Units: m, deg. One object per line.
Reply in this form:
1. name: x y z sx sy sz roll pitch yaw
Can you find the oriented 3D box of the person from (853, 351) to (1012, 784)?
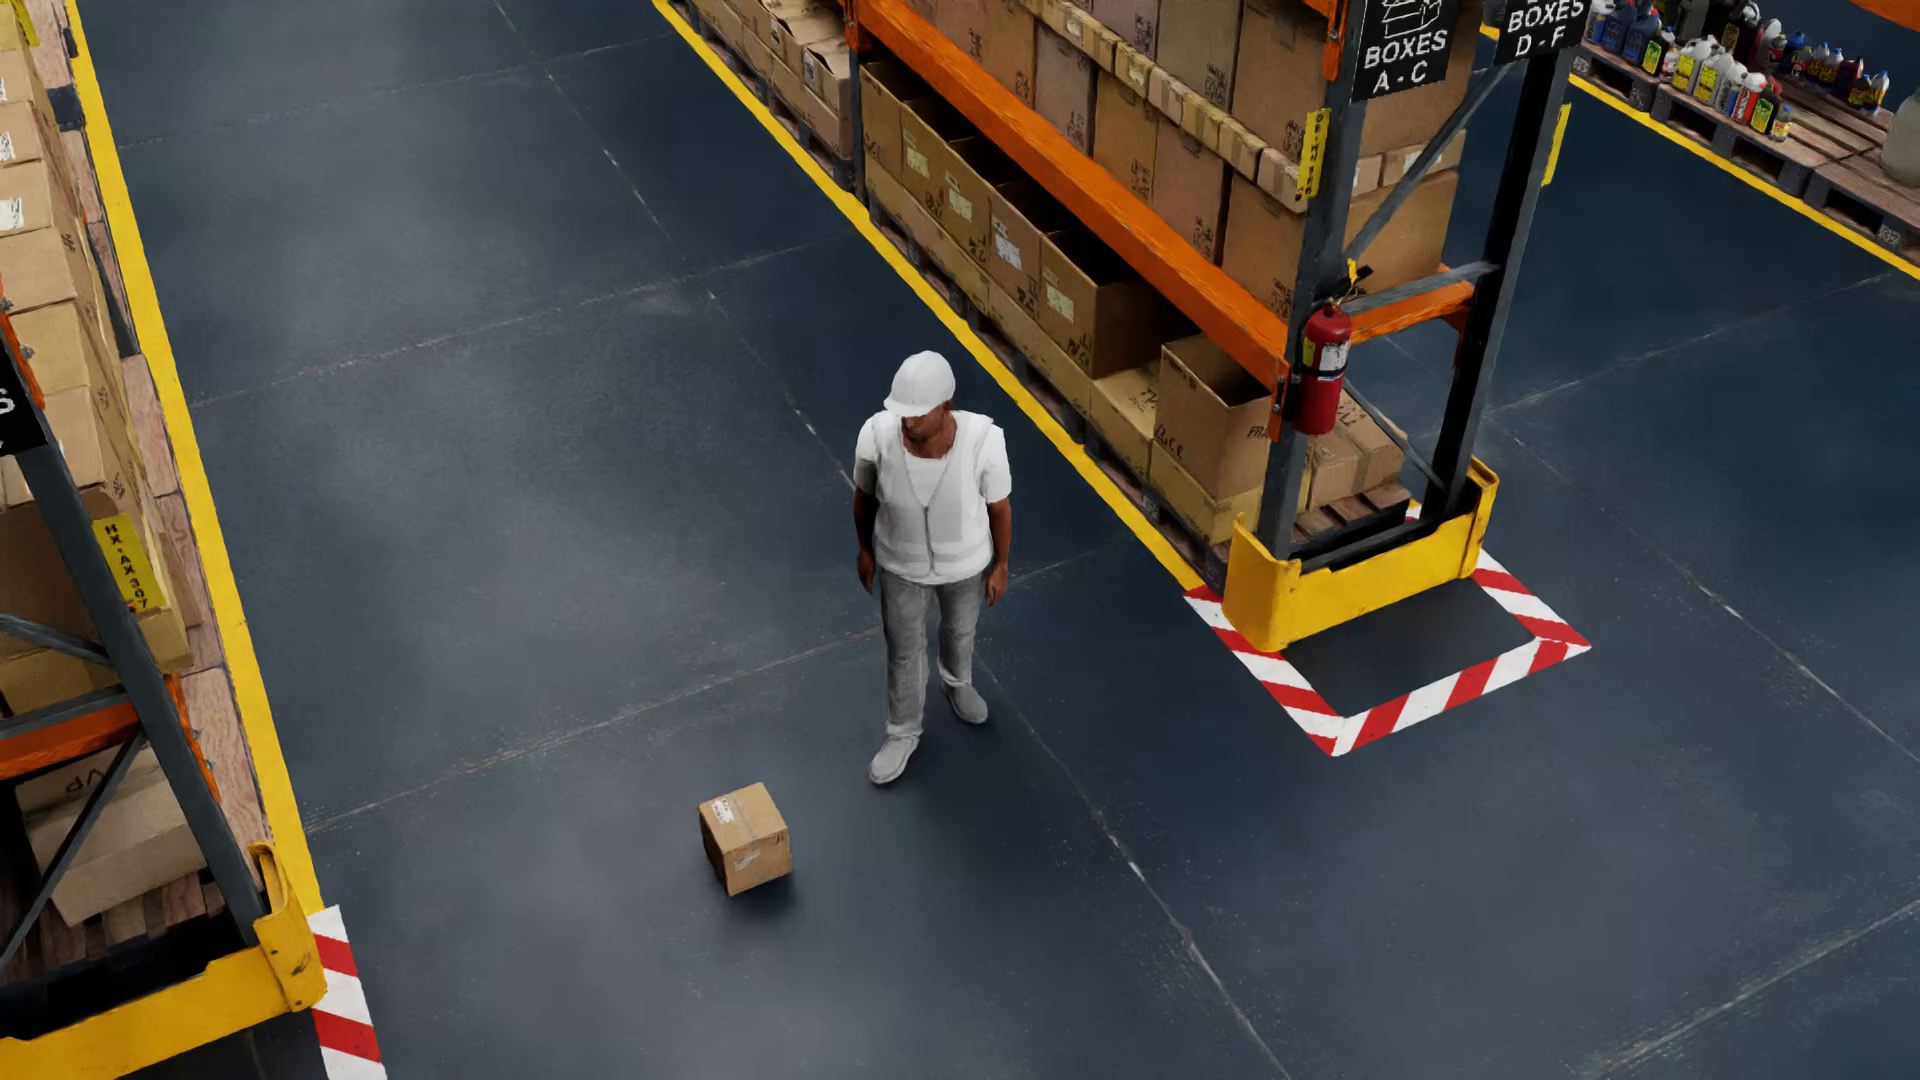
1. person: -0.100 0.095 6.024 0.570 1.769 0.601 0 41 0
